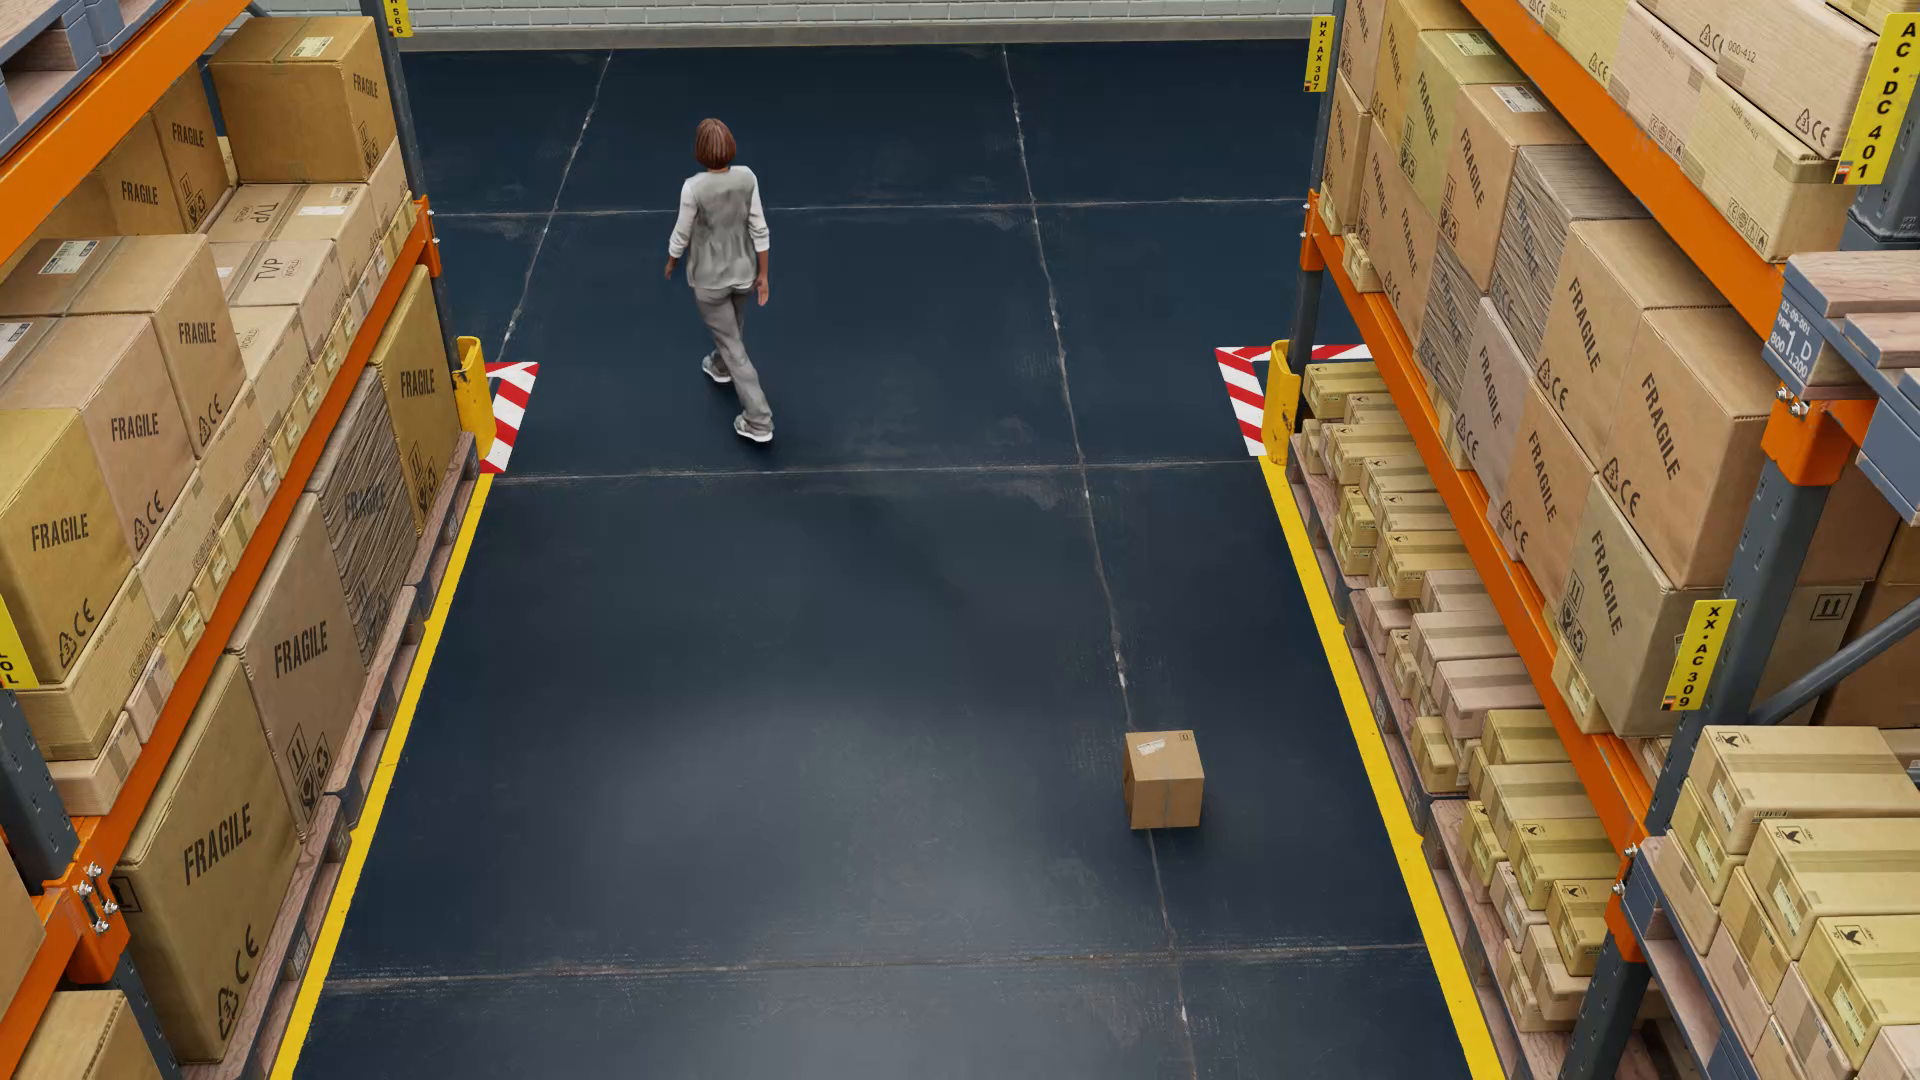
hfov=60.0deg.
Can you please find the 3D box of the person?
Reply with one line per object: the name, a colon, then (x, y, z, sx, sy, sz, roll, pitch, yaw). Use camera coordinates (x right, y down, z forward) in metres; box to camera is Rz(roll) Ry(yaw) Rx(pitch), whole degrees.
person: (-1.175, -1.282, 7.940, 0.423, 1.524, 0.899, -23, 42, -29)
